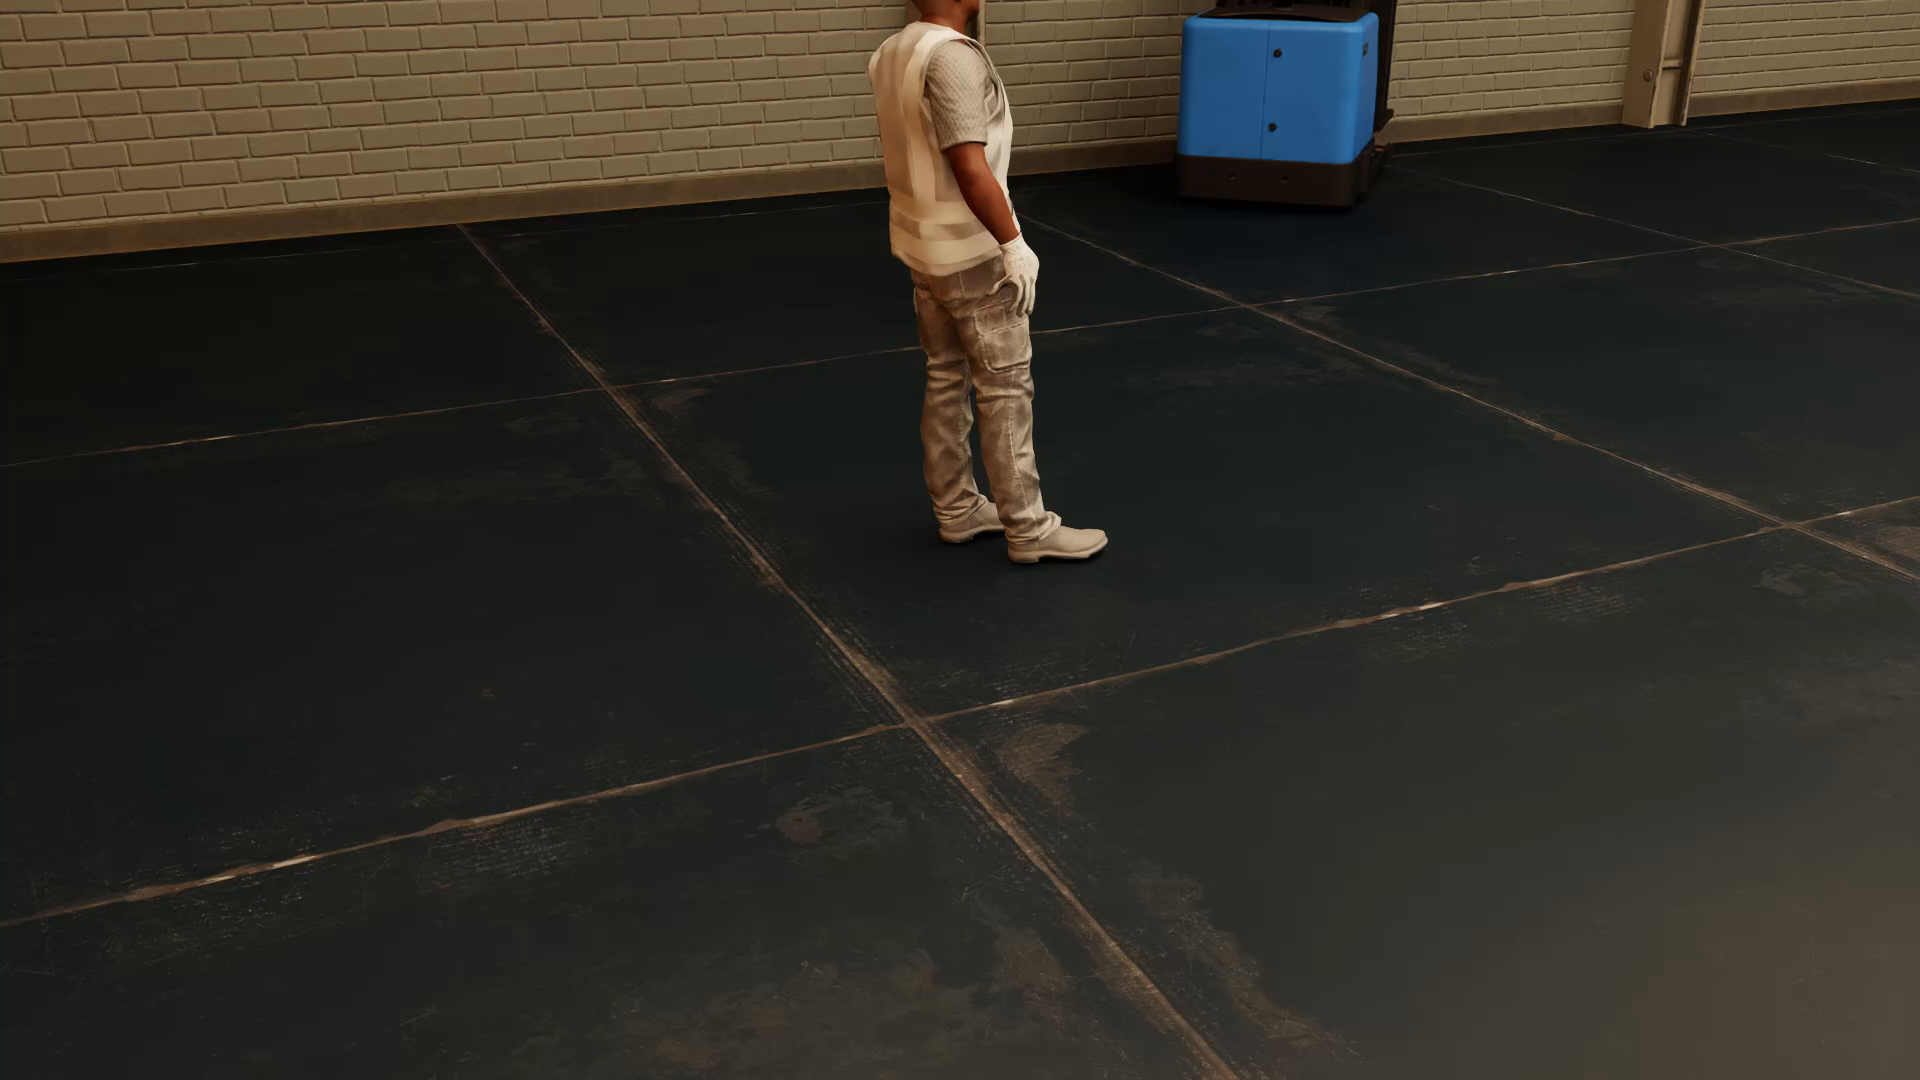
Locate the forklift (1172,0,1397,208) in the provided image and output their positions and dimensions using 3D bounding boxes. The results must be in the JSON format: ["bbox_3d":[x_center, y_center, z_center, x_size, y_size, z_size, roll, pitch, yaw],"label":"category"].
[{"bbox_3d":[2.227,-3.796,10.425,1.130,2.935,3.031,8,24,18],"label":"forklift"}]

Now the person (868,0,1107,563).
[{"bbox_3d":[0.069,-0.839,4.782,0.577,1.782,0.656,-10,25,-23],"label":"person"}]
